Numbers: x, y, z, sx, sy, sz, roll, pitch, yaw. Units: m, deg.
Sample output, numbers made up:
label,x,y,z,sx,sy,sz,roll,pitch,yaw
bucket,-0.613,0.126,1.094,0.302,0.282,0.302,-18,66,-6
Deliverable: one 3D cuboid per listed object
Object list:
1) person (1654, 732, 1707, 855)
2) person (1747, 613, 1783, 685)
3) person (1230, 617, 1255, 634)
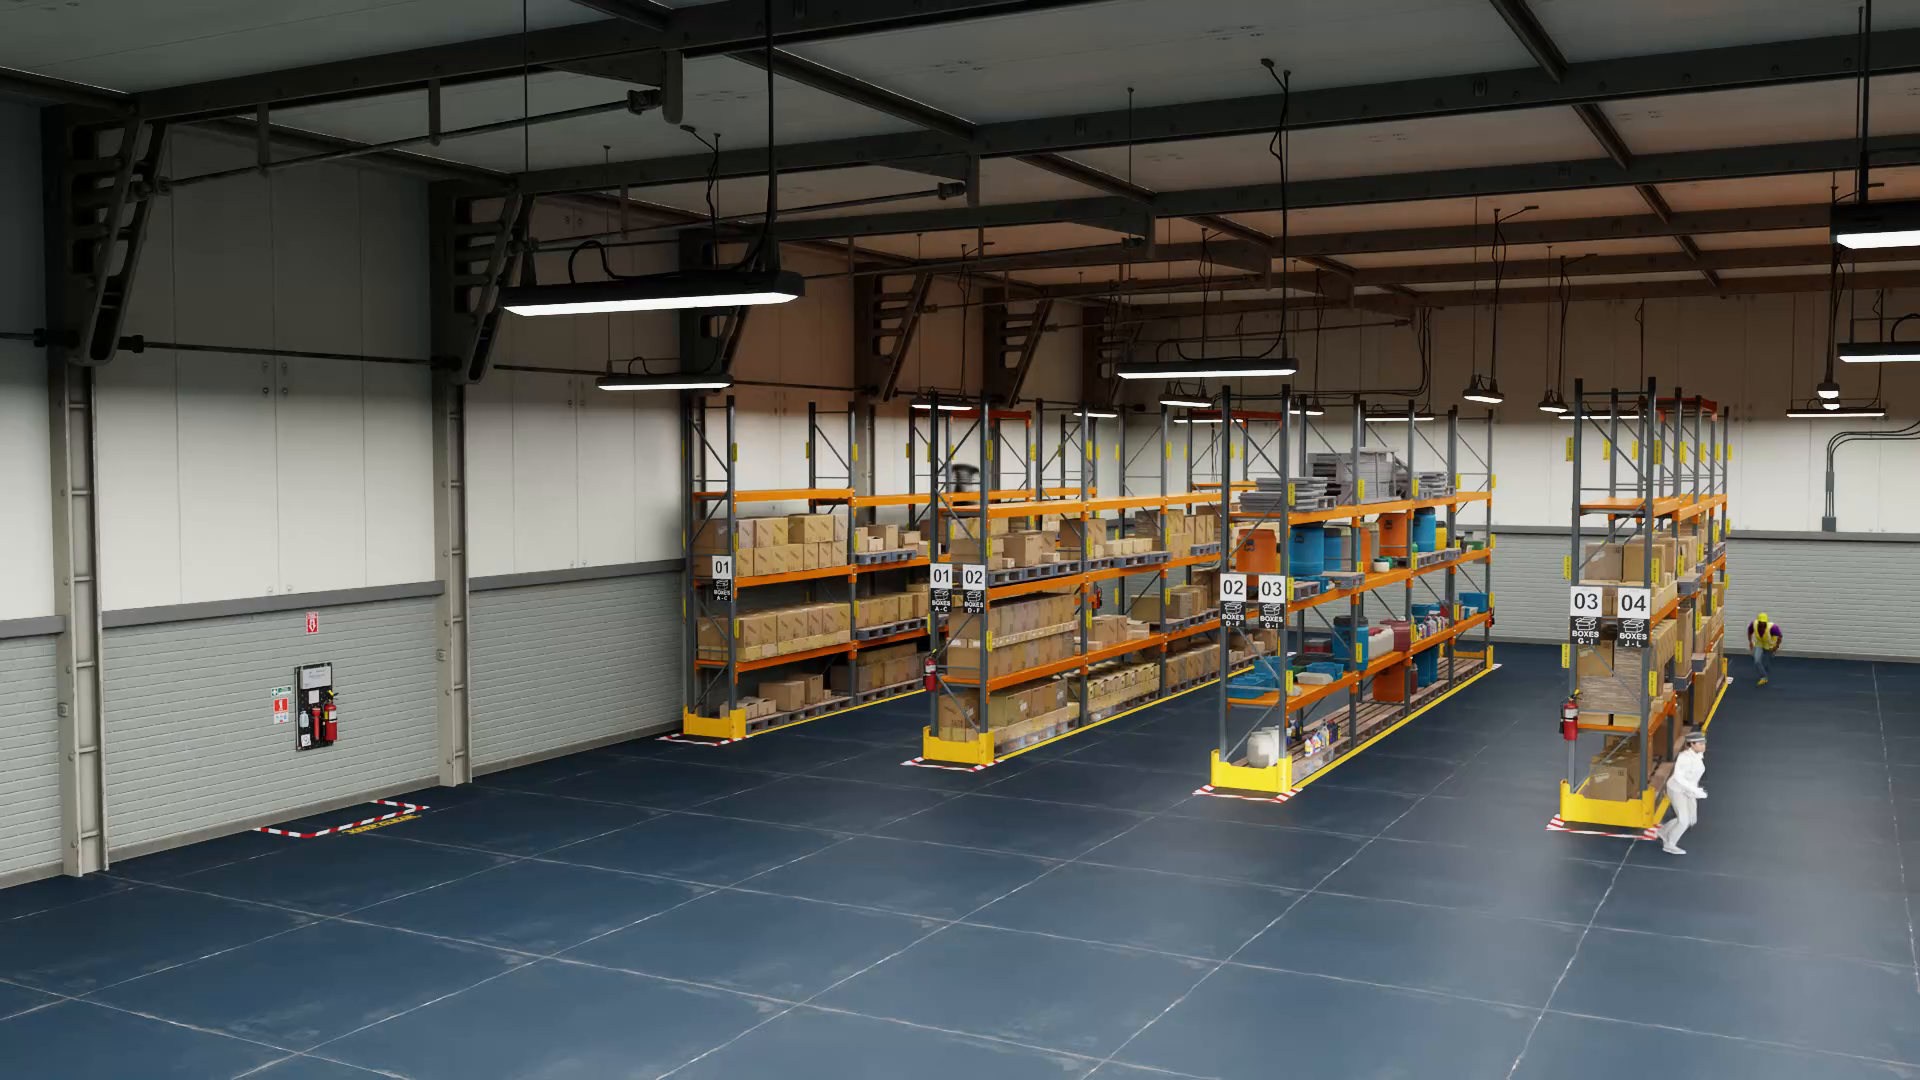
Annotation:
label,x,y,z,sx,sy,sz,roll,pitch,yaw
person,8.966,3.125,20.685,0.586,1.576,0.718,-2,4,-39
person,17.426,2.337,35.987,0.703,1.567,1.080,2,4,34
person,7.211,2.040,42.549,0.558,1.464,1.038,-2,4,-40
